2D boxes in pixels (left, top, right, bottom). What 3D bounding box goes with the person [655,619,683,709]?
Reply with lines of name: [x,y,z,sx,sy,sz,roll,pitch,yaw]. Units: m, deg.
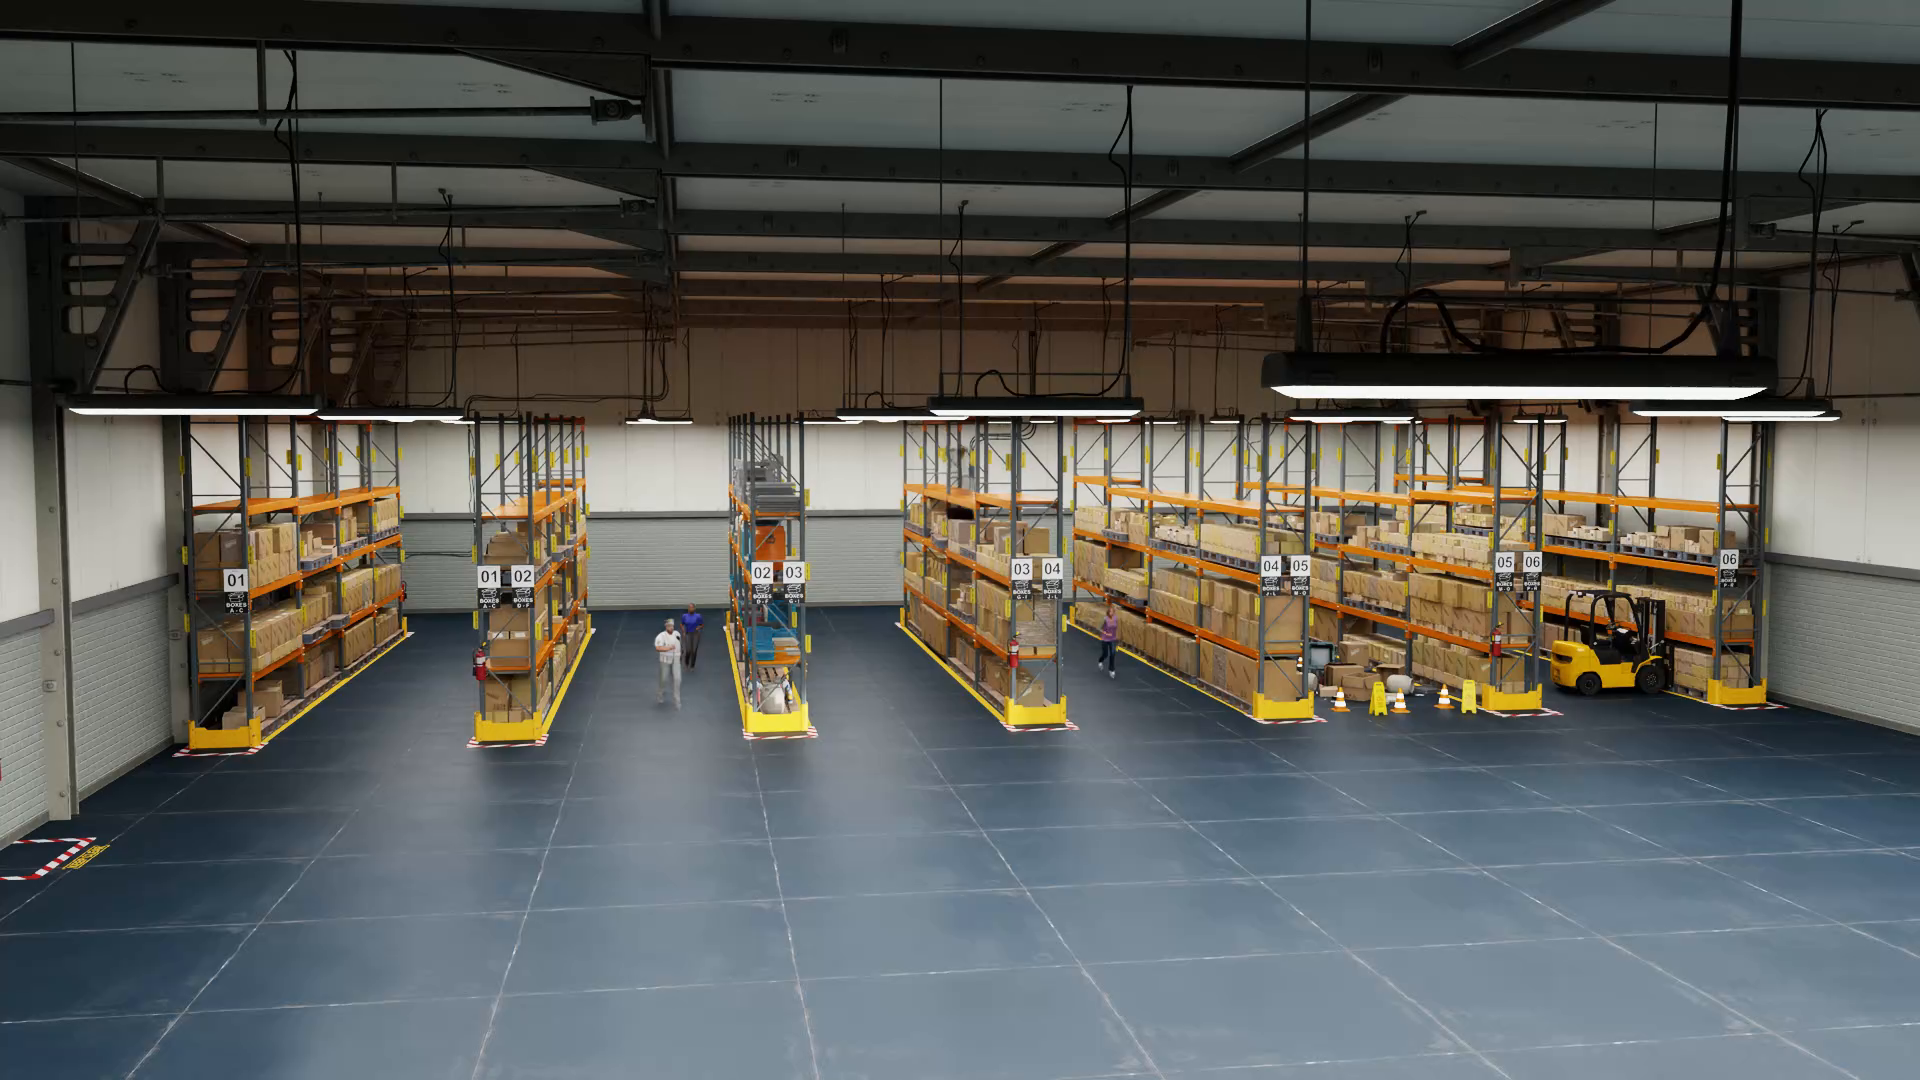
person: [-5.973,2.504,34.107,0.641,1.816,0.915,-2,4,-30]

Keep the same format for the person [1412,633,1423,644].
person: [11.437,2.001,41.732,0.725,1.798,0.950,0,4,-6]

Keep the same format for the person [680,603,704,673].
person: [-6.228,2.279,38.664,0.555,1.633,0.624,-1,4,-9]

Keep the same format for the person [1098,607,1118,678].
person: [3.413,2.325,38.319,0.565,1.592,0.921,-1,4,-20]
